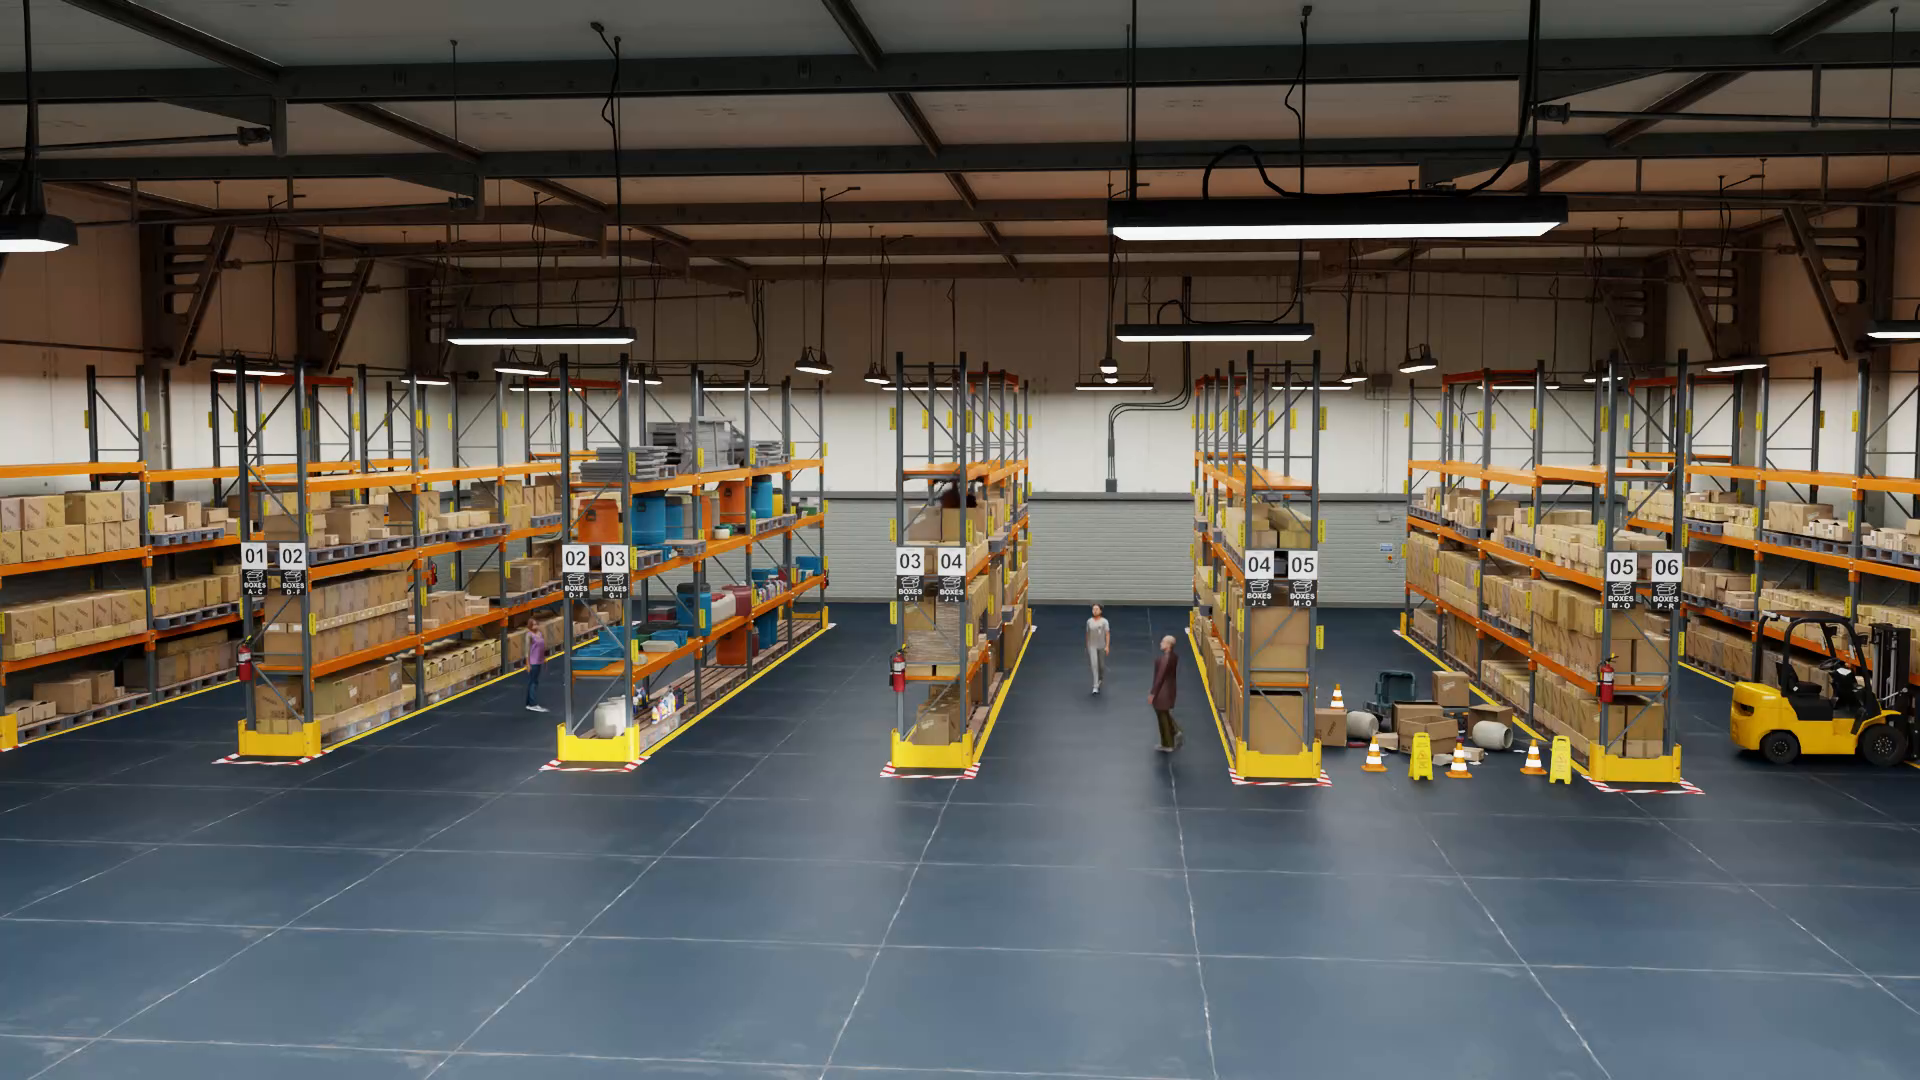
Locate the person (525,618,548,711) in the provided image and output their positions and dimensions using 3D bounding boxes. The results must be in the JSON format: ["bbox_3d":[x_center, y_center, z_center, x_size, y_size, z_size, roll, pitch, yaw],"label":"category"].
[{"bbox_3d":[-7.365,2.157,28.868,0.379,1.608,0.440,0,4,4],"label":"person"}]

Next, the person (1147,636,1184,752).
[{"bbox_3d":[3.082,2.320,25.154,0.515,1.770,0.622,3,5,38],"label":"person"}]

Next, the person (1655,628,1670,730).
[{"bbox_3d":[11.369,2.264,26.927,0.435,1.683,0.552,3,5,34],"label":"person"}]

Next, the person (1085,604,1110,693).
[{"bbox_3d":[2.558,1.993,30.916,0.443,1.619,0.987,0,4,-4],"label":"person"}]
